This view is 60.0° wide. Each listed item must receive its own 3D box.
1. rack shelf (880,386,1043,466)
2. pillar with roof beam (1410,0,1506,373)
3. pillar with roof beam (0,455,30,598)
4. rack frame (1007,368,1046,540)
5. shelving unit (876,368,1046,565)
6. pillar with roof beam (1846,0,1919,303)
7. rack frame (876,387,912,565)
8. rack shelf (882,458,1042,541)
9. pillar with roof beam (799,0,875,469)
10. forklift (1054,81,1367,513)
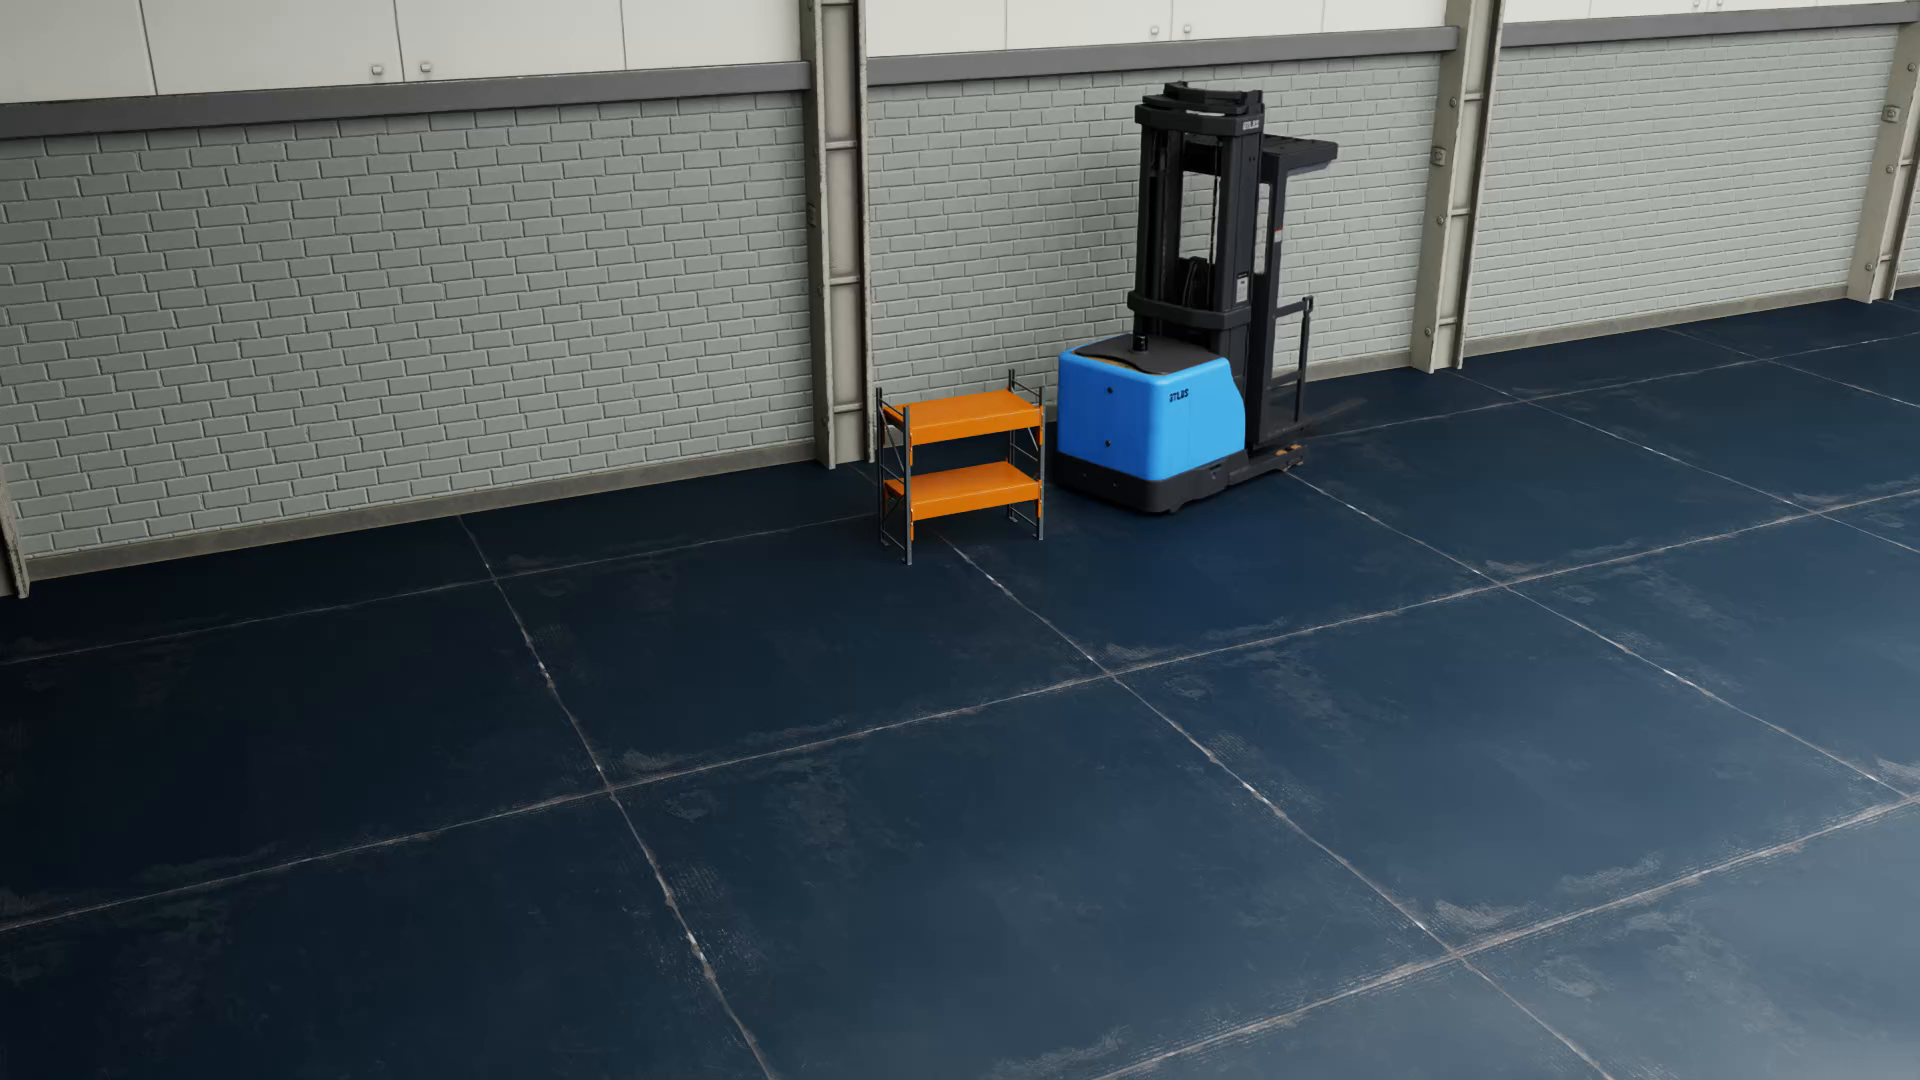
[{"bbox_3d":[0.006,-0.791,11.426,1.000,0.278,0.538,-10,25,-24],"label":"rack shelf"},{"bbox_3d":[6.353,-4.313,10.403,0.400,9.000,9.100,-10,25,-24],"label":"pillar with roof beam"},{"bbox_3d":[-4.460,-2.322,5.594,0.400,9.000,9.100,-10,25,-24],"label":"pillar with roof beam"},{"bbox_3d":[0.464,-0.605,11.741,0.032,1.125,0.500,-10,25,-24],"label":"rack frame"},{"bbox_3d":[0.006,-0.521,11.538,1.048,1.125,0.538,-10,25,-24],"label":"shelving unit"},{"bbox_3d":[11.759,-5.308,12.807,0.400,9.000,9.100,-10,25,-24],"label":"pillar with roof beam"},{"bbox_3d":[-0.452,-0.437,11.334,0.032,1.125,0.500,-10,25,-24],"label":"rack frame"},{"bbox_3d":[0.006,-0.295,11.631,1.000,0.278,0.538,-10,25,-24],"label":"rack shelf"},{"bbox_3d":[0.946,-3.317,7.998,0.400,9.000,9.100,-10,25,-24],"label":"pillar with roof beam"},{"bbox_3d":[2.120,-2.017,12.790,3.031,2.935,1.130,-21,30,-40],"label":"forklift"}]
